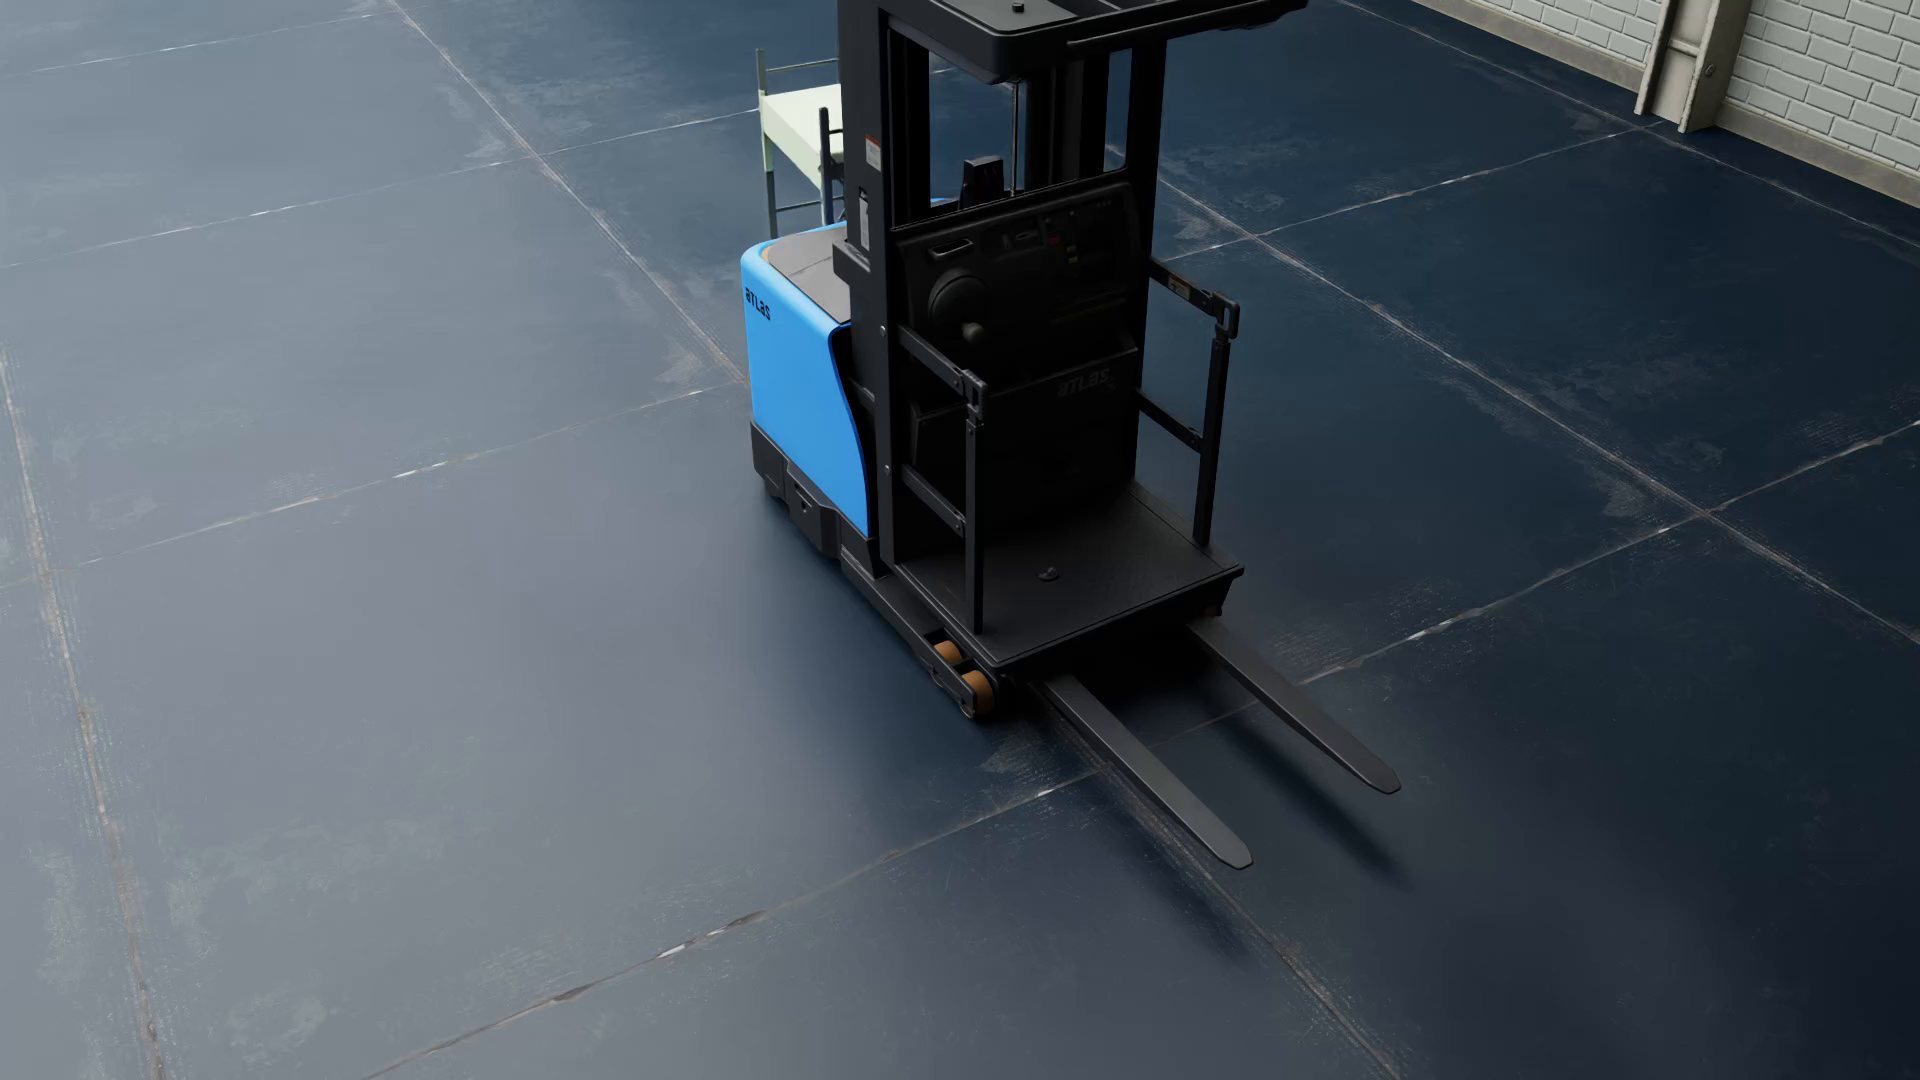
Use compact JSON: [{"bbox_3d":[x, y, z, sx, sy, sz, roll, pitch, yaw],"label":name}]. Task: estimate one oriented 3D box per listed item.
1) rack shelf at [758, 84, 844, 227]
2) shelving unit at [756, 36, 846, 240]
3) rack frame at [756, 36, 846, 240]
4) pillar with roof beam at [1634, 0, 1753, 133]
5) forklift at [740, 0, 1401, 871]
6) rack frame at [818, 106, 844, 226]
[{"bbox_3d":[-0.527,-1.646,7.071,0.431,0.370,0.720,-16,39,-20],"label":"rack shelf"},{"bbox_3d":[-0.527,-1.331,7.301,0.431,1.500,0.755,-16,39,-20],"label":"shelving unit"},{"bbox_3d":[-0.684,-1.526,7.568,0.400,1.500,0.023,-16,39,-20],"label":"rack frame"},{"bbox_3d":[0.731,-4.985,5.946,9.100,9.000,0.400,-19,40,-24],"label":"pillar with roof beam"},{"bbox_3d":[0.328,-0.871,5.458,1.130,2.935,3.031,-20,41,-25],"label":"forklift"},{"bbox_3d":[-0.371,-1.136,7.033,0.400,1.500,0.023,-16,39,-20],"label":"rack frame"}]
